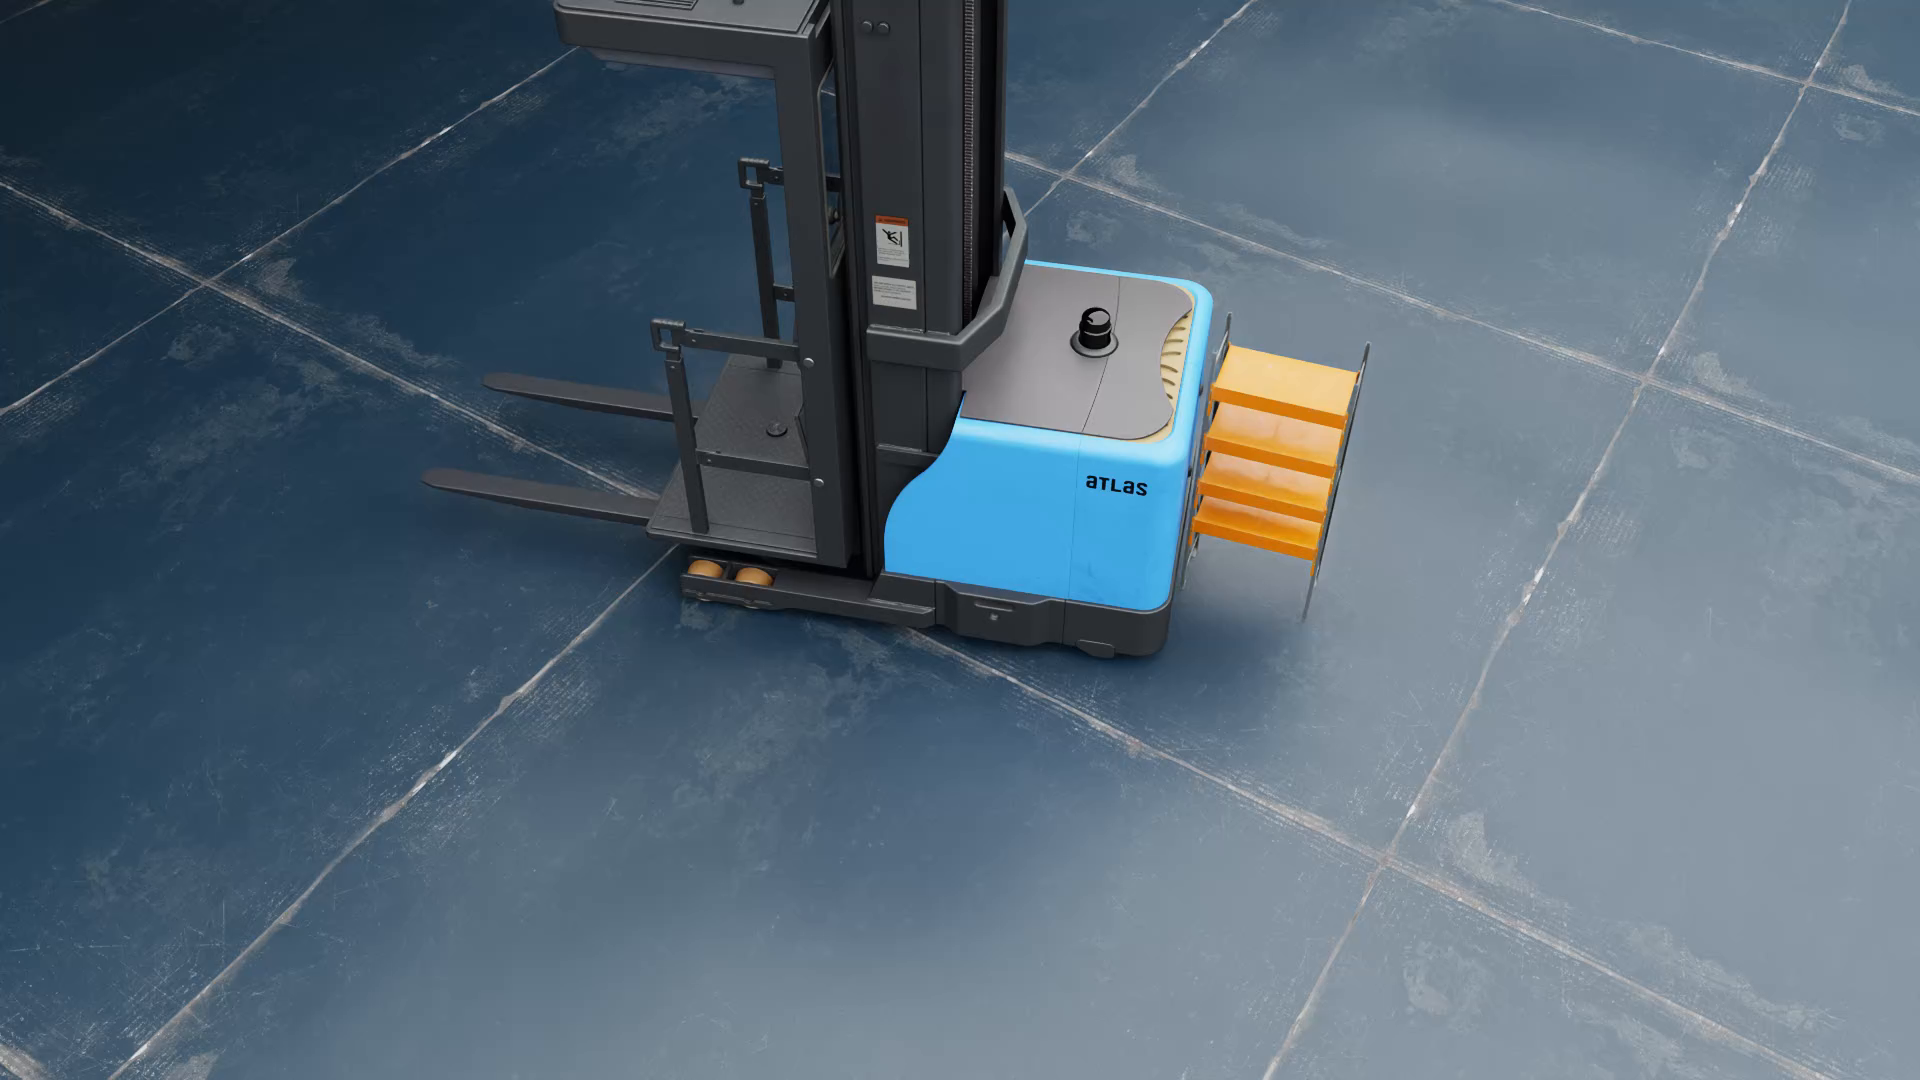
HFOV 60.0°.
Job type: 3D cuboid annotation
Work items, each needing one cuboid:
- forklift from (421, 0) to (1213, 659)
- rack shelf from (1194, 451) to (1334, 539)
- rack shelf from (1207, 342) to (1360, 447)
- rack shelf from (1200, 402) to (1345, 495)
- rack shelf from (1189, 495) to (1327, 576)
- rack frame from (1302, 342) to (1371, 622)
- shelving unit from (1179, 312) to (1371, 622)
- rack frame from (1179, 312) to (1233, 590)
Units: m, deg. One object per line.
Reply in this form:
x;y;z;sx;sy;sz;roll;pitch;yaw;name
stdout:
-0.617;-1.115;5.790;3.031;2.935;1.130;9;46;8;forklift
1.142;-0.196;6.198;0.480;0.148;0.258;14;48;14;rack shelf
1.142;-0.517;5.868;0.480;0.148;0.258;14;48;14;rack shelf
1.142;-0.352;6.038;0.480;0.148;0.258;14;48;14;rack shelf
1.142;-0.058;6.341;0.480;0.148;0.258;14;48;14;rack shelf
1.372;-0.184;6.092;0.015;1.200;0.240;14;48;14;rack frame
1.142;-0.243;6.150;0.503;1.200;0.258;14;48;14;shelving unit
0.913;-0.303;6.208;0.015;1.200;0.240;14;48;14;rack frame
